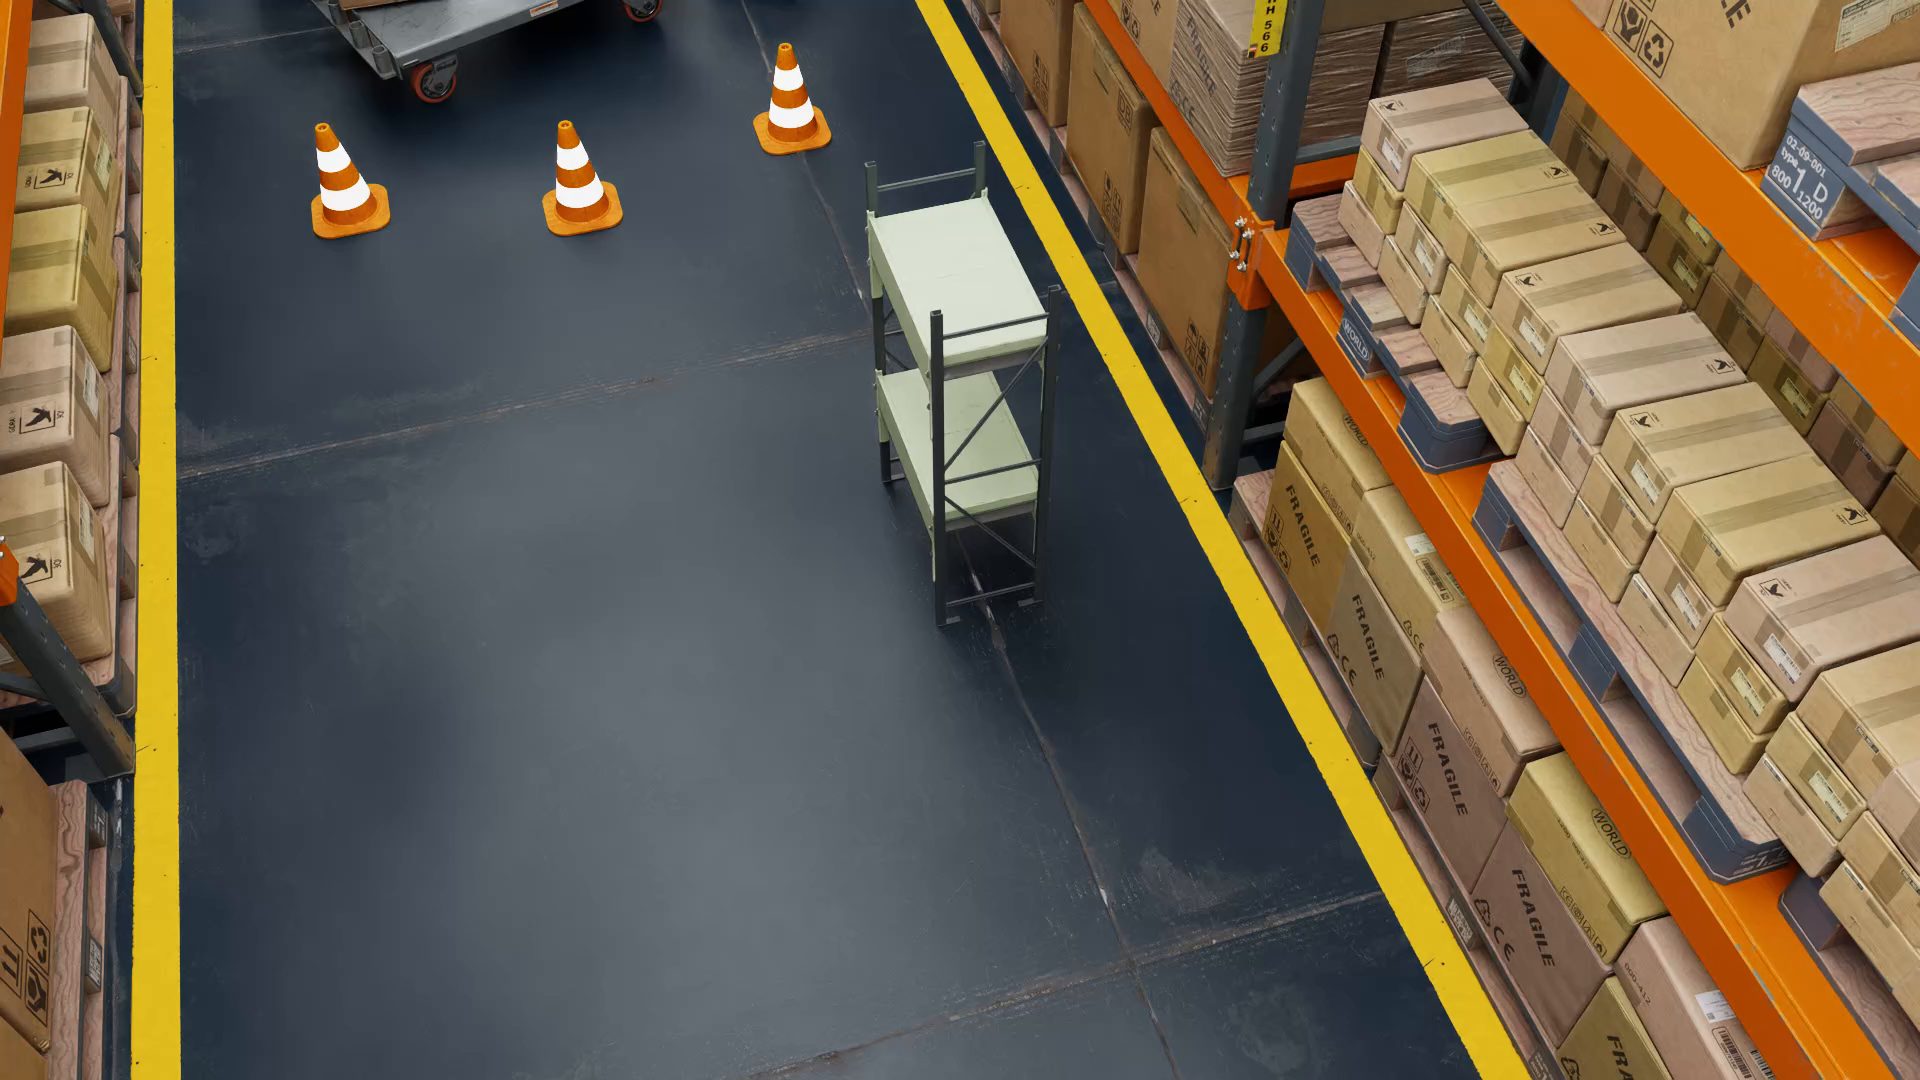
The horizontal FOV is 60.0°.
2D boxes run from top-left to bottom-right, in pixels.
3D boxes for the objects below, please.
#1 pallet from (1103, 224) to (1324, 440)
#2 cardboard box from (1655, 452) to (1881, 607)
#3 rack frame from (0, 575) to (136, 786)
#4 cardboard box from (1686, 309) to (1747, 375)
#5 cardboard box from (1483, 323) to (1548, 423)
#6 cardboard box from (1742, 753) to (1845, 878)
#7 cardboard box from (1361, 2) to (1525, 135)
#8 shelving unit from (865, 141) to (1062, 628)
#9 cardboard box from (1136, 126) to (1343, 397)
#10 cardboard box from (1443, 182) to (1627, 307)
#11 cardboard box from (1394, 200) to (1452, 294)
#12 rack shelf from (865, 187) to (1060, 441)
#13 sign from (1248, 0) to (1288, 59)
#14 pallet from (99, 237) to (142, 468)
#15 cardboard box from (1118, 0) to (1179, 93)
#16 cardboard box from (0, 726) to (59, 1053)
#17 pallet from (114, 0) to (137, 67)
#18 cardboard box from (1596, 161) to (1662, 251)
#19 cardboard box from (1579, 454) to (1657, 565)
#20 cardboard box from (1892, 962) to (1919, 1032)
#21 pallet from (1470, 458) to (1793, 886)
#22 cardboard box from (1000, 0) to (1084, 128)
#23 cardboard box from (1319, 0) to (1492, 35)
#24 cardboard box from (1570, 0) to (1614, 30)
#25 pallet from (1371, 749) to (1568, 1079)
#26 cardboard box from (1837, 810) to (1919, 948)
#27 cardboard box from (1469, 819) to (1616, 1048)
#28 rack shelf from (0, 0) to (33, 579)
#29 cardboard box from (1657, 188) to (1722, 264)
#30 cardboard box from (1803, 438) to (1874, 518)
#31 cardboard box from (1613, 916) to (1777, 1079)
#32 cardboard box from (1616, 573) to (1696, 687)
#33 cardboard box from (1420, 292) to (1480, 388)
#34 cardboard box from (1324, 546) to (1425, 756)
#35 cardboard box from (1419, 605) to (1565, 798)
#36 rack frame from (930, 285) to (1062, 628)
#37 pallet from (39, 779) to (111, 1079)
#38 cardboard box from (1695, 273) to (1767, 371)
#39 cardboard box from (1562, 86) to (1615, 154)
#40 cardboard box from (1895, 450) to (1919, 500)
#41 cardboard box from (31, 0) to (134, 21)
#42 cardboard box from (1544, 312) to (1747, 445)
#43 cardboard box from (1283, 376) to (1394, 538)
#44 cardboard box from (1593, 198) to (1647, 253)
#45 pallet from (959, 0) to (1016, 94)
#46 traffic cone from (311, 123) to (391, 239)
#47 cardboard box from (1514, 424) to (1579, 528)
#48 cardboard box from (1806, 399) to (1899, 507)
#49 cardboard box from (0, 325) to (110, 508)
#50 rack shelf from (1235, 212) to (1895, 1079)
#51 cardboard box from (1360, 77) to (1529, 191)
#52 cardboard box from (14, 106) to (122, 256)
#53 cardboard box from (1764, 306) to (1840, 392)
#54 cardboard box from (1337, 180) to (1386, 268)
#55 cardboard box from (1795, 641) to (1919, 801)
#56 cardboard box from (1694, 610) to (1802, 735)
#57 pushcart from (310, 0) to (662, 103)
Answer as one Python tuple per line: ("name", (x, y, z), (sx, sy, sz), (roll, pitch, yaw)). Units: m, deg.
("pallet", (1.272, -0.999, 6.954), (1.003, 0.211, 1.213), (-13, 51, -11))
("cardboard box", (1.846, -0.027, 3.811), (0.380, 0.149, 0.250), (-14, 51, -11))
("rack frame", (-3.265, -0.112, 4.382), (1.000, 3.000, 0.127), (-13, 51, -11))
("cardboard box", (2.237, -0.550, 4.642), (0.380, 0.149, 0.250), (-14, 51, -11))
("cardboard box", (1.624, -0.481, 4.388), (0.380, 0.149, 0.250), (-13, 51, -11))
("cardboard box", (1.999, 0.560, 3.706), (0.380, 0.149, 0.250), (-15, 52, -13))
("cardboard box", (1.559, -1.726, 5.678), (0.500, 0.500, 0.500), (-13, 51, -11))
("shelving unit", (-0.002, -0.488, 5.681), (0.431, 1.500, 0.755), (-13, 51, -11))
("cardboard box", (1.339, -1.180, 6.480), (1.050, 0.750, 0.750), (-14, 51, -11))
("cardboard box", (1.536, -0.794, 4.458), (0.380, 0.149, 0.250), (-14, 51, -11))
("cardboard box", (1.467, -0.859, 4.707), (0.380, 0.149, 0.250), (-11, 51, -9))
("rack shelf", (-0.002, -0.740, 5.382), (0.431, 0.370, 0.720), (-13, 51, -11))
("sign", (0.904, -1.550, 4.838), (0.100, 0.325, 0.005), (-13, 51, -11))
("pallet", (-3.852, -0.674, 6.680), (1.003, 0.211, 1.213), (-13, 51, -11))
("cardboard box", (0.898, -1.970, 5.883), (0.500, 0.500, 0.500), (-13, 51, -11))
("cardboard box", (-3.140, 0.961, 4.593), (0.875, 0.875, 0.875), (-14, 51, -11))
("pallet", (-4.680, -2.617, 8.318), (1.003, 0.211, 1.213), (-13, 51, -11))
("cardboard box", (2.095, -1.003, 4.828), (0.380, 0.149, 0.250), (-12, 51, -10))
("cardboard box", (1.767, -0.116, 4.081), (0.380, 0.149, 0.250), (-14, 51, -11))
("cardboard box", (2.161, 0.945, 3.381), (0.380, 0.149, 0.250), (-13, 51, -11))
("pallet", (2.058, 0.194, 4.250), (1.003, 0.211, 1.213), (-13, 51, -11))
("cardboard box", (0.802, -2.498, 7.591), (1.050, 0.750, 0.750), (-13, 51, -11))
("cardboard box", (1.310, -1.989, 5.246), (0.700, 0.500, 0.500), (-14, 51, -11))
("cardboard box", (1.503, -1.463, 3.494), (0.500, 0.500, 0.500), (-13, 51, -11))
("pallet", (2.020, 1.054, 5.223), (1.003, 0.211, 1.213), (-13, 51, -11))
("cardboard box", (2.075, 0.648, 3.437), (0.380, 0.149, 0.250), (-15, 51, -12))
("cardboard box", (1.858, 1.053, 4.761), (0.500, 0.500, 0.500), (-14, 51, -12))
("rack shelf", (-3.857, -1.341, 5.889), (1.077, 0.370, 4.000), (-13, 51, -11))
("cardboard box", (2.166, -0.921, 4.565), (0.380, 0.149, 0.250), (-12, 51, -10))
("cardboard box", (2.393, -0.165, 4.317), (0.380, 0.149, 0.250), (-12, 51, -10))
("cardboard box", (2.015, 1.180, 4.163), (0.500, 0.250, 0.500), (-11, 51, -9))
("cardboard box", (1.843, 0.171, 4.033), (0.380, 0.149, 0.250), (-15, 51, -12))
("cardboard box", (1.533, -0.594, 4.678), (0.380, 0.149, 0.250), (-11, 51, -9))
("cardboard box", (1.551, 0.306, 5.390), (0.500, 0.500, 0.500), (-13, 51, -11))
("cardboard box", (1.690, 0.417, 4.806), (0.500, 0.250, 0.500), (-13, 51, -11))
("rack frame", (0.106, -0.221, 5.455), (0.400, 1.500, 0.023), (-13, 51, -11))
("pallet", (-3.104, 1.380, 4.949), (1.003, 0.211, 1.213), (-13, 51, -11))
("cardboard box", (2.249, -0.628, 4.513), (0.380, 0.149, 0.250), (-13, 51, -11))
("cardboard box", (2.017, -1.297, 4.882), (0.380, 0.149, 0.250), (-15, 52, -12))
("cardboard box", (2.473, -0.161, 3.925), (0.380, 0.149, 0.250), (-12, 51, -10))
("cardboard box", (-4.365, -2.774, 8.151), (0.500, 0.250, 0.500), (-15, 52, -13))
("cardboard box", (1.695, -0.403, 4.128), (0.380, 0.149, 0.250), (-11, 51, -9))
("cardboard box", (1.406, -0.318, 5.426), (0.500, 0.250, 0.500), (-15, 52, -13))
("cardboard box", (2.090, -0.921, 4.954), (0.380, 0.149, 0.250), (-13, 51, -11))
("pallet", (0.551, -2.781, 8.456), (1.003, 0.211, 1.213), (-13, 51, -11))
("traffic cone", (-2.744, -1.627, 7.319), (0.336, 0.463, 0.334), (-13, 51, -11))
("cardboard box", (1.695, -0.203, 4.349), (0.380, 0.149, 0.250), (-12, 51, -10))
("cardboard box", (2.398, -0.256, 4.199), (0.380, 0.149, 0.250), (-12, 51, -10))
("cardboard box", (-3.649, -0.352, 6.029), (0.950, 0.372, 0.625), (-14, 51, -12))
("rack shelf", (2.025, 0.388, 4.432), (1.077, 0.370, 4.000), (-13, 51, -11))
("cardboard box", (1.386, -1.166, 4.772), (0.380, 0.149, 0.250), (-13, 51, -11))
("cardboard box", (-4.075, -1.415, 6.925), (0.950, 0.372, 0.625), (-10, 51, -9))
("cardboard box", (2.314, -0.550, 4.252), (0.380, 0.149, 0.250), (-13, 51, -11))
("cardboard box", (1.373, -0.987, 5.010), (0.380, 0.149, 0.250), (-14, 51, -11))
("cardboard box", (2.009, 0.364, 3.482), (0.380, 0.149, 0.250), (-15, 51, -12))
("cardboard box", (1.917, 0.258, 3.765), (0.380, 0.149, 0.250), (-13, 51, -11))
("pushcart", (-2.285, -2.740, 8.313), (1.648, 0.377, 0.936), (-30, 56, -23))
